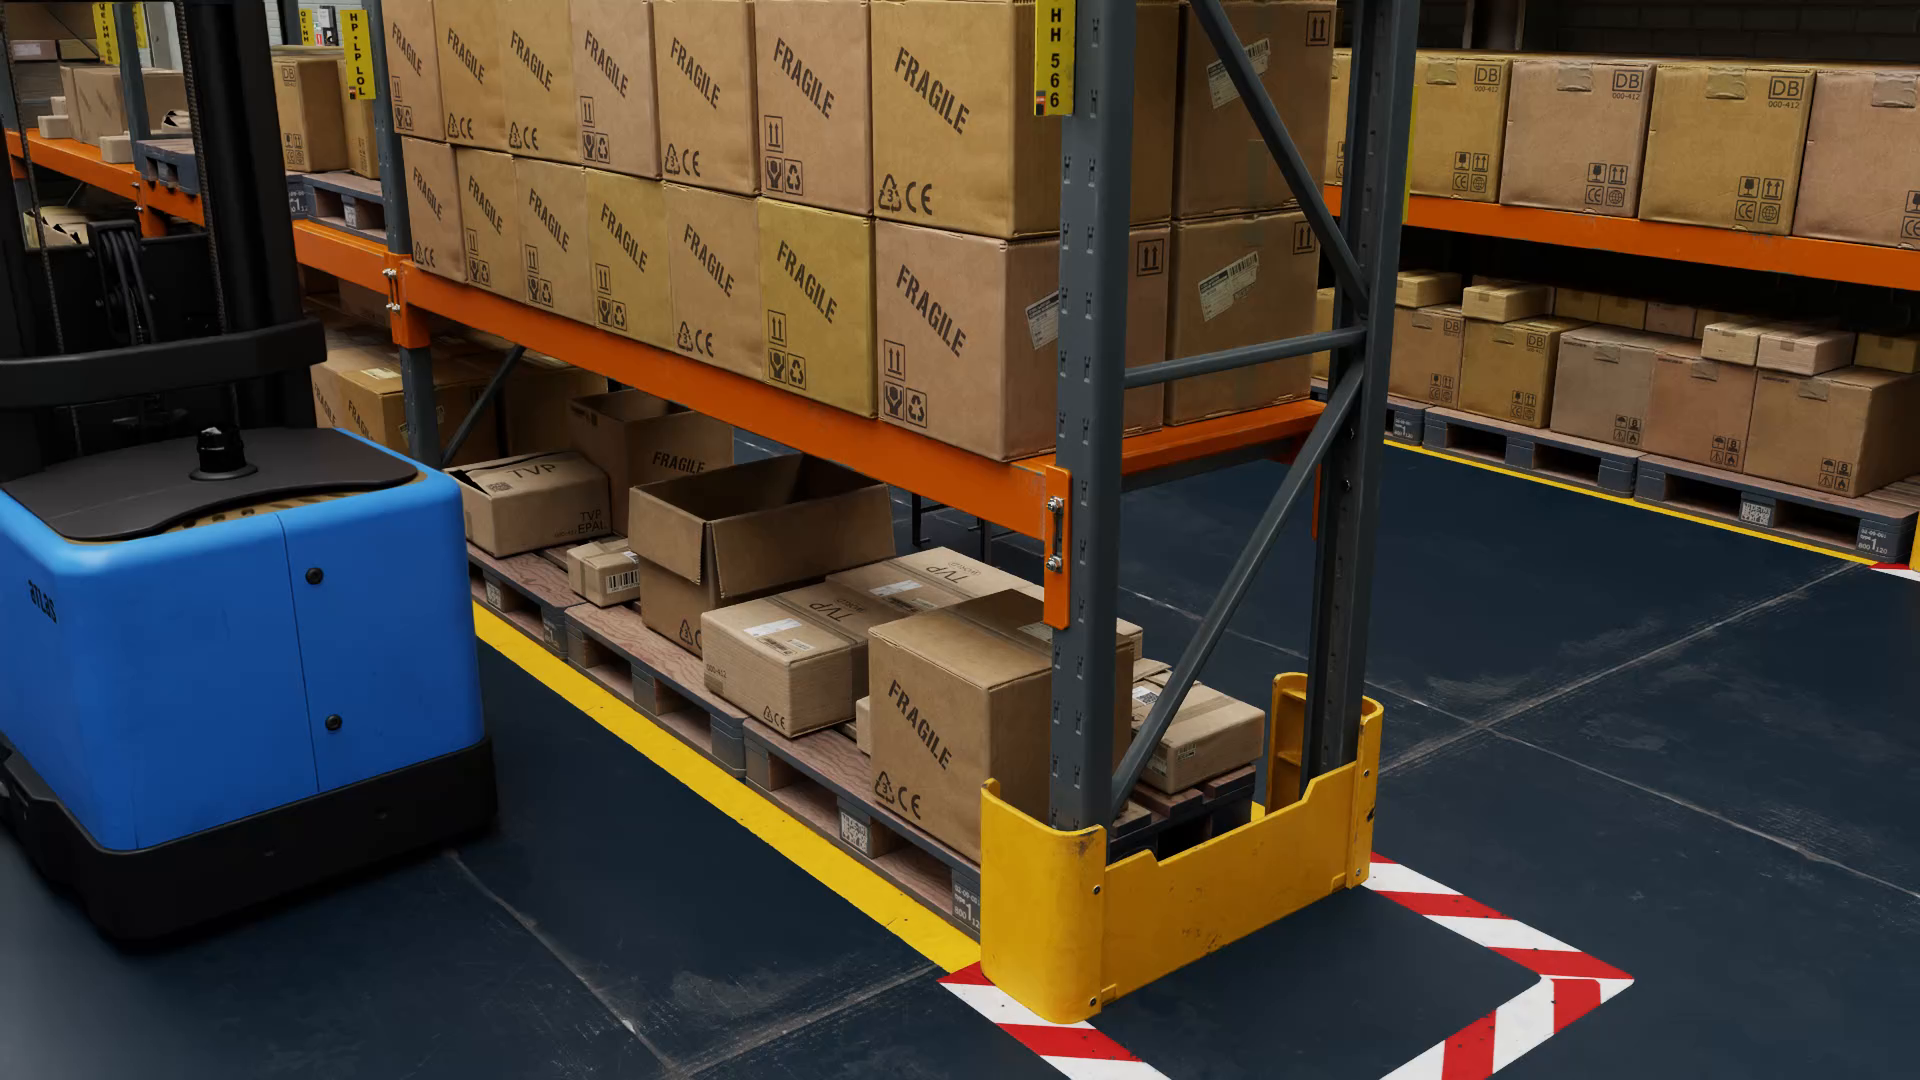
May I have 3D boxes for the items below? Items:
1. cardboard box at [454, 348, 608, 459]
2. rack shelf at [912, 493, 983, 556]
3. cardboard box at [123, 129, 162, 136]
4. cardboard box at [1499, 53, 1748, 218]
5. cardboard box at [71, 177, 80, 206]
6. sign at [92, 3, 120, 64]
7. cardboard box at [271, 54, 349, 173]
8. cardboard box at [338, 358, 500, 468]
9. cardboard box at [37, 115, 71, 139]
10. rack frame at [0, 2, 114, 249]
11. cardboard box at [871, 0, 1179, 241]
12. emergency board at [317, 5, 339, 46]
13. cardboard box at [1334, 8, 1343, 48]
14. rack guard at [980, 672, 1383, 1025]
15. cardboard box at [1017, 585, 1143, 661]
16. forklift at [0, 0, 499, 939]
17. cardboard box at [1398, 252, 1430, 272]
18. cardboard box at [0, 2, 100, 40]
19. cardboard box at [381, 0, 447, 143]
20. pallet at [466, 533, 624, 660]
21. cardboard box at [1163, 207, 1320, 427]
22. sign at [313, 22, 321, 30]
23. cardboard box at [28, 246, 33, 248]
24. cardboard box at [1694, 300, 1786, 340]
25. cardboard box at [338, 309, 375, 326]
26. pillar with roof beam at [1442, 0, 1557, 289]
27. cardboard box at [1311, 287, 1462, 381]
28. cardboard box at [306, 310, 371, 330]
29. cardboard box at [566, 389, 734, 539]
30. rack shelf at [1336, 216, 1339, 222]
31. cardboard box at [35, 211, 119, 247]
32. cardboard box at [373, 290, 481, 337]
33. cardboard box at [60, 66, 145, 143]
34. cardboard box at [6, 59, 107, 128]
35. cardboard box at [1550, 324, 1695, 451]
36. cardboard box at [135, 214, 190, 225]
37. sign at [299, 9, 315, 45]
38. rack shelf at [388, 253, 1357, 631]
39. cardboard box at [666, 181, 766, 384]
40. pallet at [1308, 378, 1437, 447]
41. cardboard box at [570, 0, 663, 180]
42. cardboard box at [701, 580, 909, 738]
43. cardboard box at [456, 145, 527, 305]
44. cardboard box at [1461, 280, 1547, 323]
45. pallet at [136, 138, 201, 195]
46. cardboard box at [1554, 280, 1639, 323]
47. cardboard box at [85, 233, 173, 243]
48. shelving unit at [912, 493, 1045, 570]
[{"bbox_3d":[-1.957,-0.587,7.639,0.500,0.500,0.500,-15,24,-39],"label":"cardboard box"},{"bbox_3d":[0.103,-0.279,7.134,0.431,0.518,0.480,-14,23,-36],"label":"rack shelf"},{"bbox_3d":[-5.167,-2.567,10.743,0.380,0.149,0.250,-12,22,-32],"label":"cardboard box"},{"bbox_3d":[3.266,-2.013,8.191,0.980,0.700,0.700,-15,24,-39],"label":"cardboard box"},{"bbox_3d":[-7.174,-2.916,13.910,0.500,0.500,0.500,-14,23,-36],"label":"cardboard box"},{"bbox_3d":[-4.764,-2.824,9.276,0.100,0.325,0.005,-14,23,-36],"label":"sign"},{"bbox_3d":[-2.993,-2.068,8.008,0.500,0.500,0.700,13,23,35],"label":"cardboard box"},{"bbox_3d":[-2.379,-0.485,7.333,0.500,0.500,0.500,-14,23,-36],"label":"cardboard box"},{"bbox_3d":[-6.425,-2.991,12.024,0.380,0.149,0.250,-14,23,-36],"label":"cardboard box"},{"bbox_3d":[-6.815,-3.369,12.765,1.000,3.000,0.127,-14,23,-36],"label":"rack frame"},{"bbox_3d":[0.144,-0.990,3.831,0.500,0.500,0.500,-14,23,-37],"label":"cardboard box"},{"bbox_3d":[-9.535,-7.413,24.979,0.194,1.169,0.643,-14,23,-36],"label":"emergency board"},{"bbox_3d":[1.952,-3.084,10.046,0.500,0.250,0.500,-13,22,-34],"label":"cardboard box"},{"bbox_3d":[0.589,0.756,4.284,1.175,0.500,0.348,-14,23,-36],"label":"rack guard"},{"bbox_3d":[0.210,0.372,5.142,0.500,0.250,0.500,-14,23,-36],"label":"cardboard box"},{"bbox_3d":[-2.690,-0.778,5.050,1.130,2.935,3.031,-16,24,-40],"label":"forklift"},{"bbox_3d":[2.483,-1.556,9.567,0.380,0.149,0.250,-14,23,-36],"label":"cardboard box"},{"bbox_3d":[-7.095,-4.140,12.871,0.700,0.500,0.500,-14,23,-36],"label":"cardboard box"},{"bbox_3d":[-1.776,-1.749,6.122,0.500,0.500,0.500,-13,22,-35],"label":"cardboard box"},{"bbox_3d":[-1.422,0.096,6.738,1.003,0.211,1.213,-14,23,-36],"label":"pallet"},{"bbox_3d":[0.567,-0.620,4.305,0.500,0.500,0.500,-13,23,-35],"label":"cardboard box"},{"bbox_3d":[-9.801,-7.835,25.354,0.001,0.109,0.331,-14,23,-36],"label":"sign"},{"bbox_3d":[-6.759,-2.115,12.685,0.500,0.250,0.500,-15,23,-37],"label":"cardboard box"},{"bbox_3d":[3.768,-1.048,8.032,0.380,0.149,0.250,-14,23,-36],"label":"cardboard box"},{"bbox_3d":[-2.915,-0.965,8.782,0.500,0.500,0.500,-15,24,-38],"label":"cardboard box"},{"bbox_3d":[-0.229,-4.369,6.242,9.100,9.000,0.400,-14,23,-36],"label":"pillar with roof beam"},{"bbox_3d":[2.417,-1.174,9.444,0.700,0.500,0.500,-14,23,-35],"label":"cardboard box"},{"bbox_3d":[-3.308,-0.857,8.457,0.500,0.500,0.500,-15,23,-38],"label":"cardboard box"},{"bbox_3d":[-1.271,-0.335,6.878,0.500,0.500,0.500,-14,23,-36],"label":"cardboard box"},{"bbox_3d":[0.791,-2.517,11.335,1.077,0.370,4.000,-14,23,-36],"label":"rack shelf"},{"bbox_3d":[-6.447,-2.254,12.213,0.500,0.311,0.500,-14,23,-37],"label":"cardboard box"},{"bbox_3d":[-2.578,-1.189,8.265,0.500,0.250,0.500,-14,23,-36],"label":"cardboard box"},{"bbox_3d":[-6.024,-3.094,11.776,0.500,0.500,0.500,-12,22,-32],"label":"cardboard box"},{"bbox_3d":[-7.095,-3.524,13.075,0.700,0.500,0.500,-15,23,-38],"label":"cardboard box"},{"bbox_3d":[3.380,-0.792,8.292,0.700,0.500,0.500,-15,23,-38],"label":"cardboard box"},{"bbox_3d":[-5.703,-2.235,12.154,0.500,0.311,0.500,-14,23,-36],"label":"cardboard box"},{"bbox_3d":[-3.912,-3.004,9.945,0.100,0.325,0.005,-14,23,-36],"label":"sign"},{"bbox_3d":[-0.606,-0.563,5.436,1.077,0.370,4.000,-14,23,-36],"label":"rack shelf"},{"bbox_3d":[-0.486,-0.768,4.750,0.500,0.500,0.500,-14,23,-36],"label":"cardboard box"},{"bbox_3d":[2.444,-0.839,9.560,1.003,0.211,1.213,-14,23,-36],"label":"pallet"},{"bbox_3d":[-0.815,-1.368,4.972,0.500,0.500,0.500,-13,22,-34],"label":"cardboard box"},{"bbox_3d":[-0.461,0.359,5.182,0.500,0.250,0.500,-14,23,-36],"label":"cardboard box"},{"bbox_3d":[-1.424,-1.141,5.876,0.500,0.500,0.500,-13,23,-35],"label":"cardboard box"},{"bbox_3d":[2.811,-1.233,8.591,0.380,0.149,0.250,-15,23,-38],"label":"cardboard box"},{"bbox_3d":[-3.855,-2.139,9.355,1.213,0.211,1.003,-14,23,-36],"label":"pallet"},{"bbox_3d":[3.293,-1.236,8.600,0.380,0.149,0.250,-14,23,-37],"label":"cardboard box"},{"bbox_3d":[-5.488,-1.876,11.071,0.500,0.311,0.500,-14,23,-36],"label":"cardboard box"},{"bbox_3d":[0.103,-0.956,6.909,0.431,2.100,0.503,-14,23,-36],"label":"shelving unit"}]
